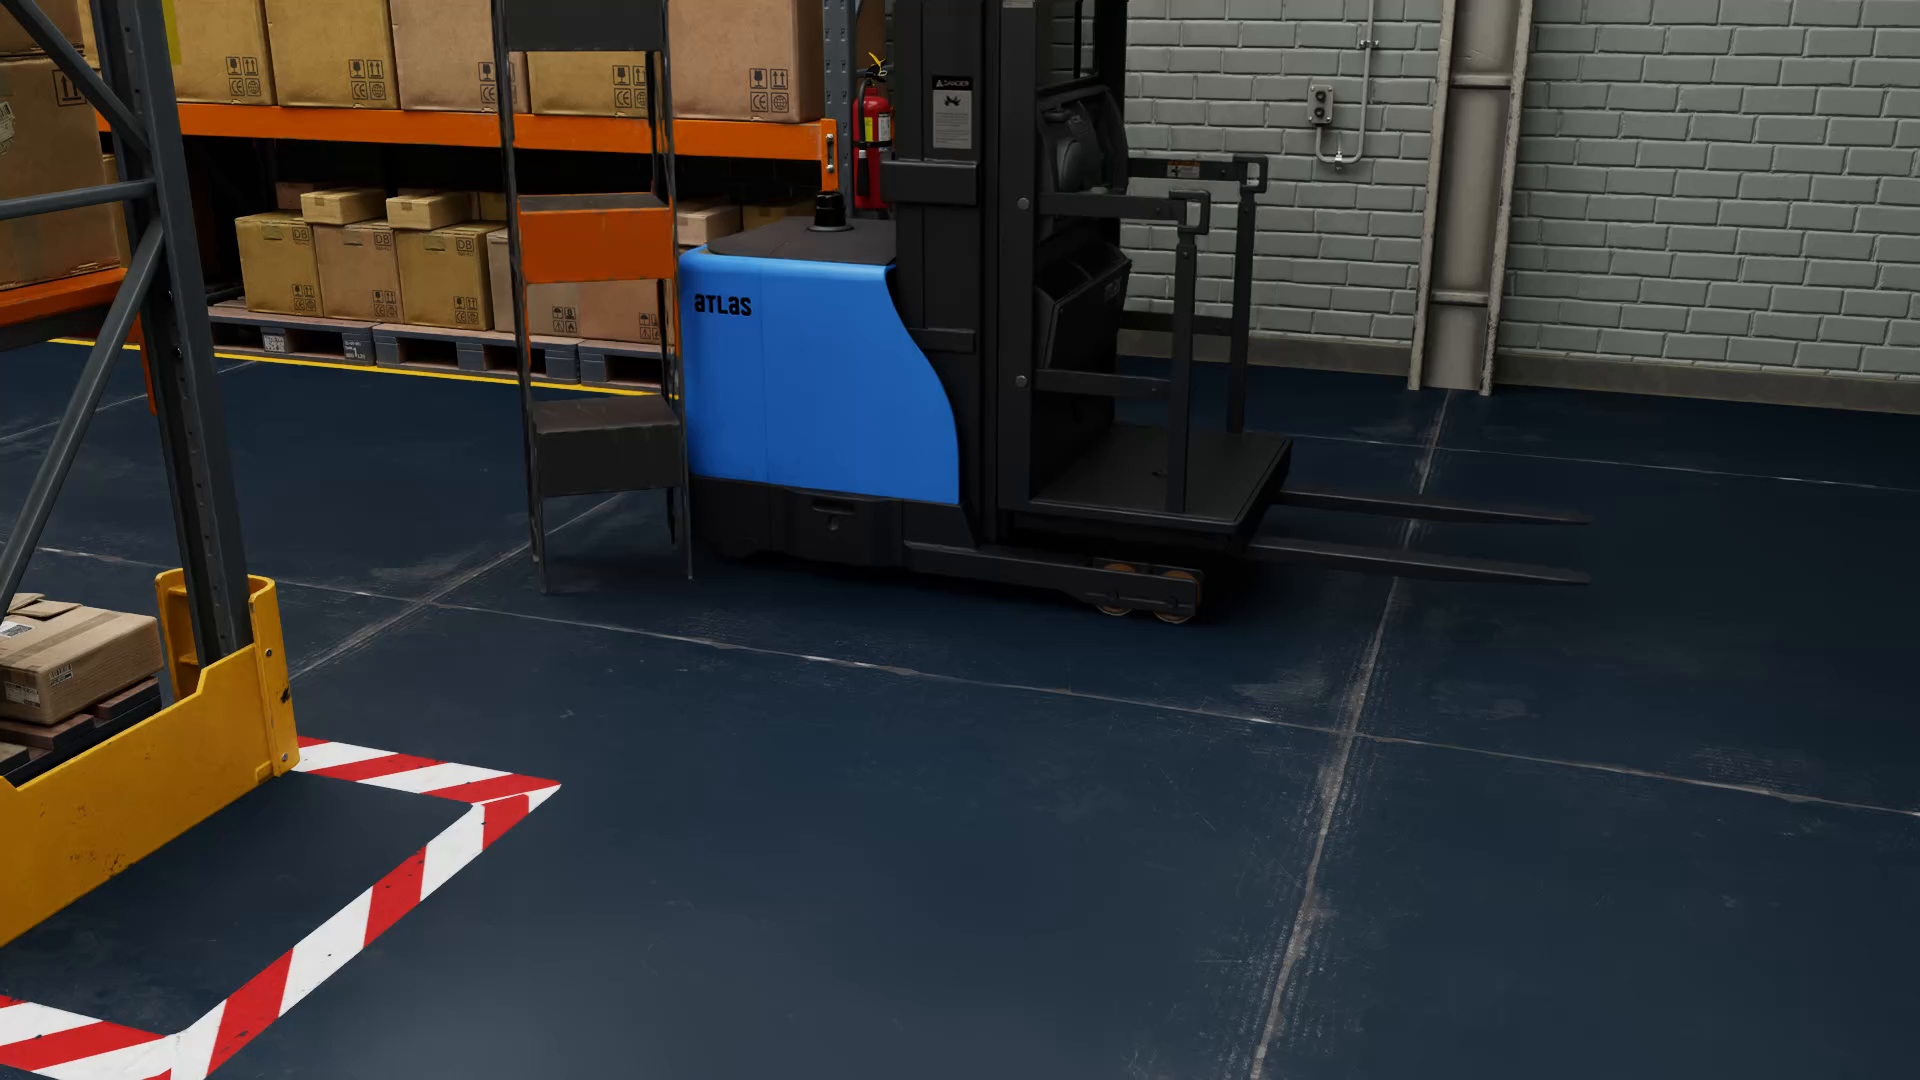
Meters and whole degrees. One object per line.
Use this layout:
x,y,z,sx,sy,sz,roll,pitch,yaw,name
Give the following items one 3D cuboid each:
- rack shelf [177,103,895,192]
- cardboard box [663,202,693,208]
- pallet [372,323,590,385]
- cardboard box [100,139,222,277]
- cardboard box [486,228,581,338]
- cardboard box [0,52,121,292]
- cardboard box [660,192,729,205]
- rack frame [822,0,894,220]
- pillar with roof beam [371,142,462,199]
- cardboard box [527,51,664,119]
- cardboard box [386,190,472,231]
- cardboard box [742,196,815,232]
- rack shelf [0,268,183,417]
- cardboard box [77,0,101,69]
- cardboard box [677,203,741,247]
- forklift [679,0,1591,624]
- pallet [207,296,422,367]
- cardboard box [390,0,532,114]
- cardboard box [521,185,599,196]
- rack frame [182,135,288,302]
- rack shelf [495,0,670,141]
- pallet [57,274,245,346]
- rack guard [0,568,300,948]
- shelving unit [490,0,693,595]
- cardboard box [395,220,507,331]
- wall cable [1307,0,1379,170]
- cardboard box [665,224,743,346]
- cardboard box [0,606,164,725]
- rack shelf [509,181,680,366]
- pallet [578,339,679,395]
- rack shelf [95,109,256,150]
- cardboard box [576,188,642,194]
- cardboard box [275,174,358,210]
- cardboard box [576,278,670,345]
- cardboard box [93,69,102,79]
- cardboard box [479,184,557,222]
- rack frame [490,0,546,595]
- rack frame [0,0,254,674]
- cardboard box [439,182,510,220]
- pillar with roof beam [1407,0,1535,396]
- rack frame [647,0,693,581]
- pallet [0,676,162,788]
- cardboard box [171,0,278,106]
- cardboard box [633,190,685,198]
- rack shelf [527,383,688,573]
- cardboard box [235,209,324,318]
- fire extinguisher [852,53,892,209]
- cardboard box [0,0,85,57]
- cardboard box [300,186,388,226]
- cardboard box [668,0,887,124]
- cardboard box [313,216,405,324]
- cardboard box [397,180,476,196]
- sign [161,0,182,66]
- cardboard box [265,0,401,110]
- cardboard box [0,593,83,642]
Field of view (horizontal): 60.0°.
-2.277,-2.086,8.597,4.000,0.370,1.077,7,20,18,rack shelf
-1.504,-1.563,8.178,0.250,0.149,0.380,7,20,20,cardboard box
-2.317,-1.088,8.876,1.213,0.211,1.003,7,20,18,pallet
-4.823,-1.855,9.469,0.750,0.750,0.750,7,20,19,cardboard box
-2.029,-1.381,8.639,0.500,0.500,0.700,6,20,16,cardboard box
-2.342,-0.846,3.795,0.500,0.500,0.500,7,20,19,cardboard box
-1.377,-1.682,8.518,0.250,0.149,0.380,7,20,18,cardboard box
-0.387,-2.210,7.859,0.127,3.000,1.000,7,20,18,rack frame
-4.634,-4.330,4.826,0.400,9.000,9.100,7,20,18,pillar with roof beam
-1.563,-2.479,8.174,0.700,0.700,0.980,6,20,18,cardboard box
-2.736,-1.704,8.580,0.250,0.149,0.380,6,20,17,cardboard box
-0.898,-1.627,8.362,0.250,0.149,0.380,7,20,18,cardboard box
-3.899,-0.546,4.177,4.000,0.370,1.077,7,20,18,rack shelf
-4.685,-2.811,8.948,0.500,0.500,0.500,6,20,17,cardboard box
-1.263,-1.536,8.099,0.250,0.149,0.380,6,20,17,cardboard box
0.593,-1.314,5.394,3.031,2.935,1.130,7,20,18,forklift
-3.473,-1.219,9.252,1.213,0.211,1.003,7,20,18,pallet
-2.281,-2.564,8.419,0.700,0.700,0.980,6,20,15,cardboard box
-2.096,-1.764,8.753,0.250,0.149,0.380,7,20,19,cardboard box
-4.166,-2.642,9.098,0.127,3.000,1.000,7,20,18,rack frame
-1.194,-1.544,5.220,0.480,0.518,0.431,-5,20,-17,rack shelf
-4.920,-1.385,9.729,1.213,0.211,1.003,7,20,18,pallet
-2.081,0.503,3.874,0.348,0.500,1.175,7,20,18,rack guard
-1.202,-0.895,5.444,0.503,2.100,0.431,-5,20,-17,shelving unit
-2.536,-1.436,8.798,0.500,0.500,0.700,7,20,19,cardboard box
1.133,-2.845,8.139,1.851,1.984,0.084,7,20,18,wall cable
-1.081,-1.272,8.329,0.500,0.500,0.700,7,20,18,cardboard box
-2.292,0.317,4.272,0.250,0.149,0.380,7,20,18,cardboard box
-1.202,-0.882,5.448,0.480,0.518,0.431,-5,20,-17,rack shelf
-1.168,-0.955,8.496,1.213,0.211,1.003,7,20,18,pallet
-6.055,-2.518,9.837,4.000,0.370,1.077,7,20,18,rack shelf
-1.853,-1.736,8.674,0.250,0.149,0.380,7,20,19,cardboard box
-3.565,-1.931,9.233,0.250,0.149,0.380,6,20,18,cardboard box
-1.554,-1.326,8.484,0.500,0.500,0.700,6,20,18,cardboard box
-4.578,-2.481,8.989,0.250,0.149,0.380,7,20,19,cardboard box
-2.335,-1.791,8.832,0.250,0.149,0.380,6,20,17,cardboard box
-1.434,-0.873,5.371,0.015,2.100,0.400,-5,20,-17,rack frame
-2.010,-0.669,3.439,0.127,3.000,1.000,7,20,18,rack frame
-2.579,-1.819,8.911,0.250,0.149,0.380,7,20,19,cardboard box
1.034,-3.682,2.966,0.400,9.000,9.100,7,20,18,pillar with roof beam
-0.970,-0.917,5.517,0.015,2.100,0.400,-5,20,-17,rack frame
-2.835,0.554,4.168,1.213,0.211,1.003,7,20,18,pallet
-3.659,-2.720,8.866,0.700,0.700,0.980,7,20,19,cardboard box
-1.613,-1.709,8.596,0.250,0.149,0.380,7,20,19,cardboard box
-1.211,-0.220,5.676,0.480,0.518,0.431,-5,20,-17,rack shelf
-3.493,-1.547,9.118,0.500,0.500,0.700,7,20,19,cardboard box
-0.396,-1.838,7.475,0.183,0.674,0.296,7,20,18,fire extinguisher
-2.342,-1.319,3.631,0.500,0.500,0.500,7,20,20,cardboard box
-3.230,-1.760,8.742,0.250,0.149,0.380,7,20,20,cardboard box
-0.872,-2.404,7.959,0.700,0.700,0.980,7,21,21,cardboard box
-3.020,-1.492,8.959,0.500,0.500,0.700,6,20,18,cardboard box
-2.817,-1.846,8.990,0.250,0.149,0.380,6,20,16,cardboard box
-1.832,-1.247,3.781,0.005,0.325,0.100,7,20,18,sign
-2.971,-2.639,8.635,0.700,0.700,0.980,6,20,17,cardboard box
-2.528,0.282,4.347,0.250,0.166,0.380,7,20,18,cardboard box
